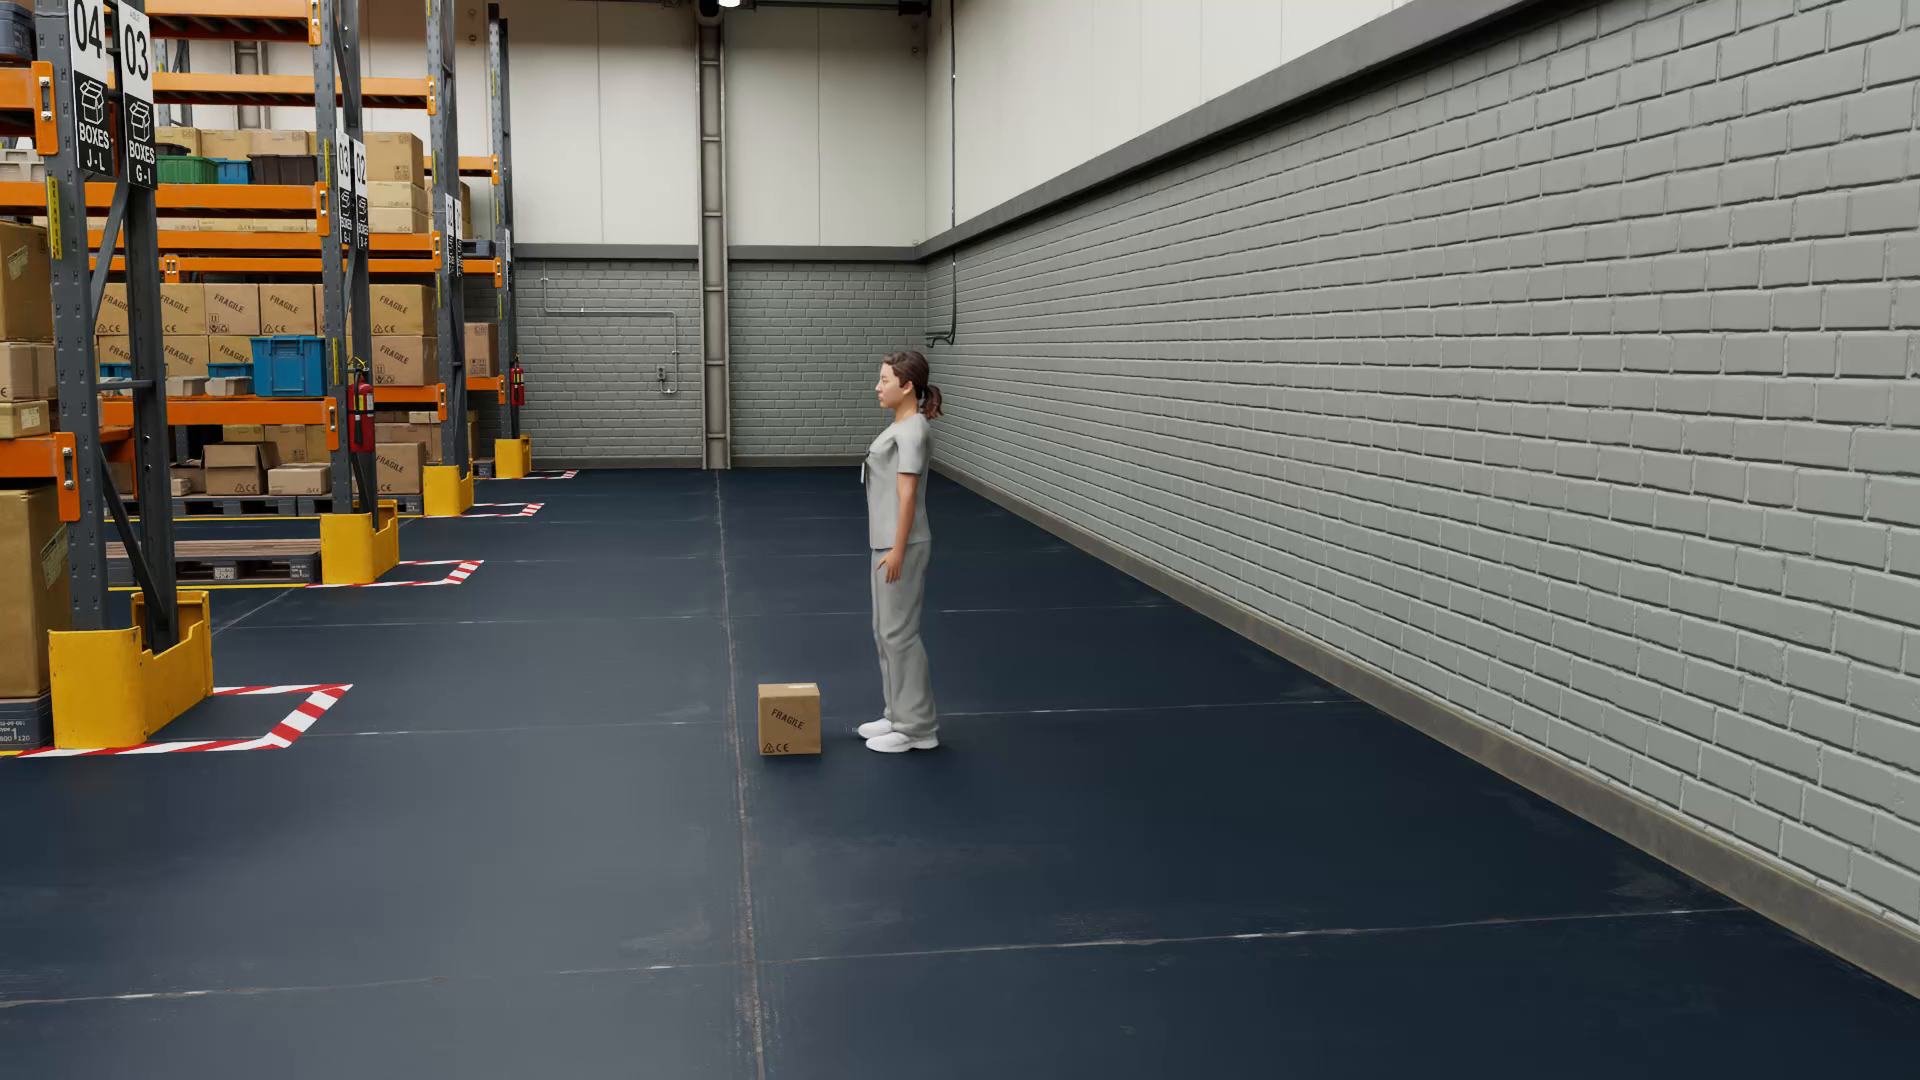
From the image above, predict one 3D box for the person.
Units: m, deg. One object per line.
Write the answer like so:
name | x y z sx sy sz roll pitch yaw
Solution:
person | -0.242 0.042 6.977 0.365 1.668 0.437 -1 7 -7
